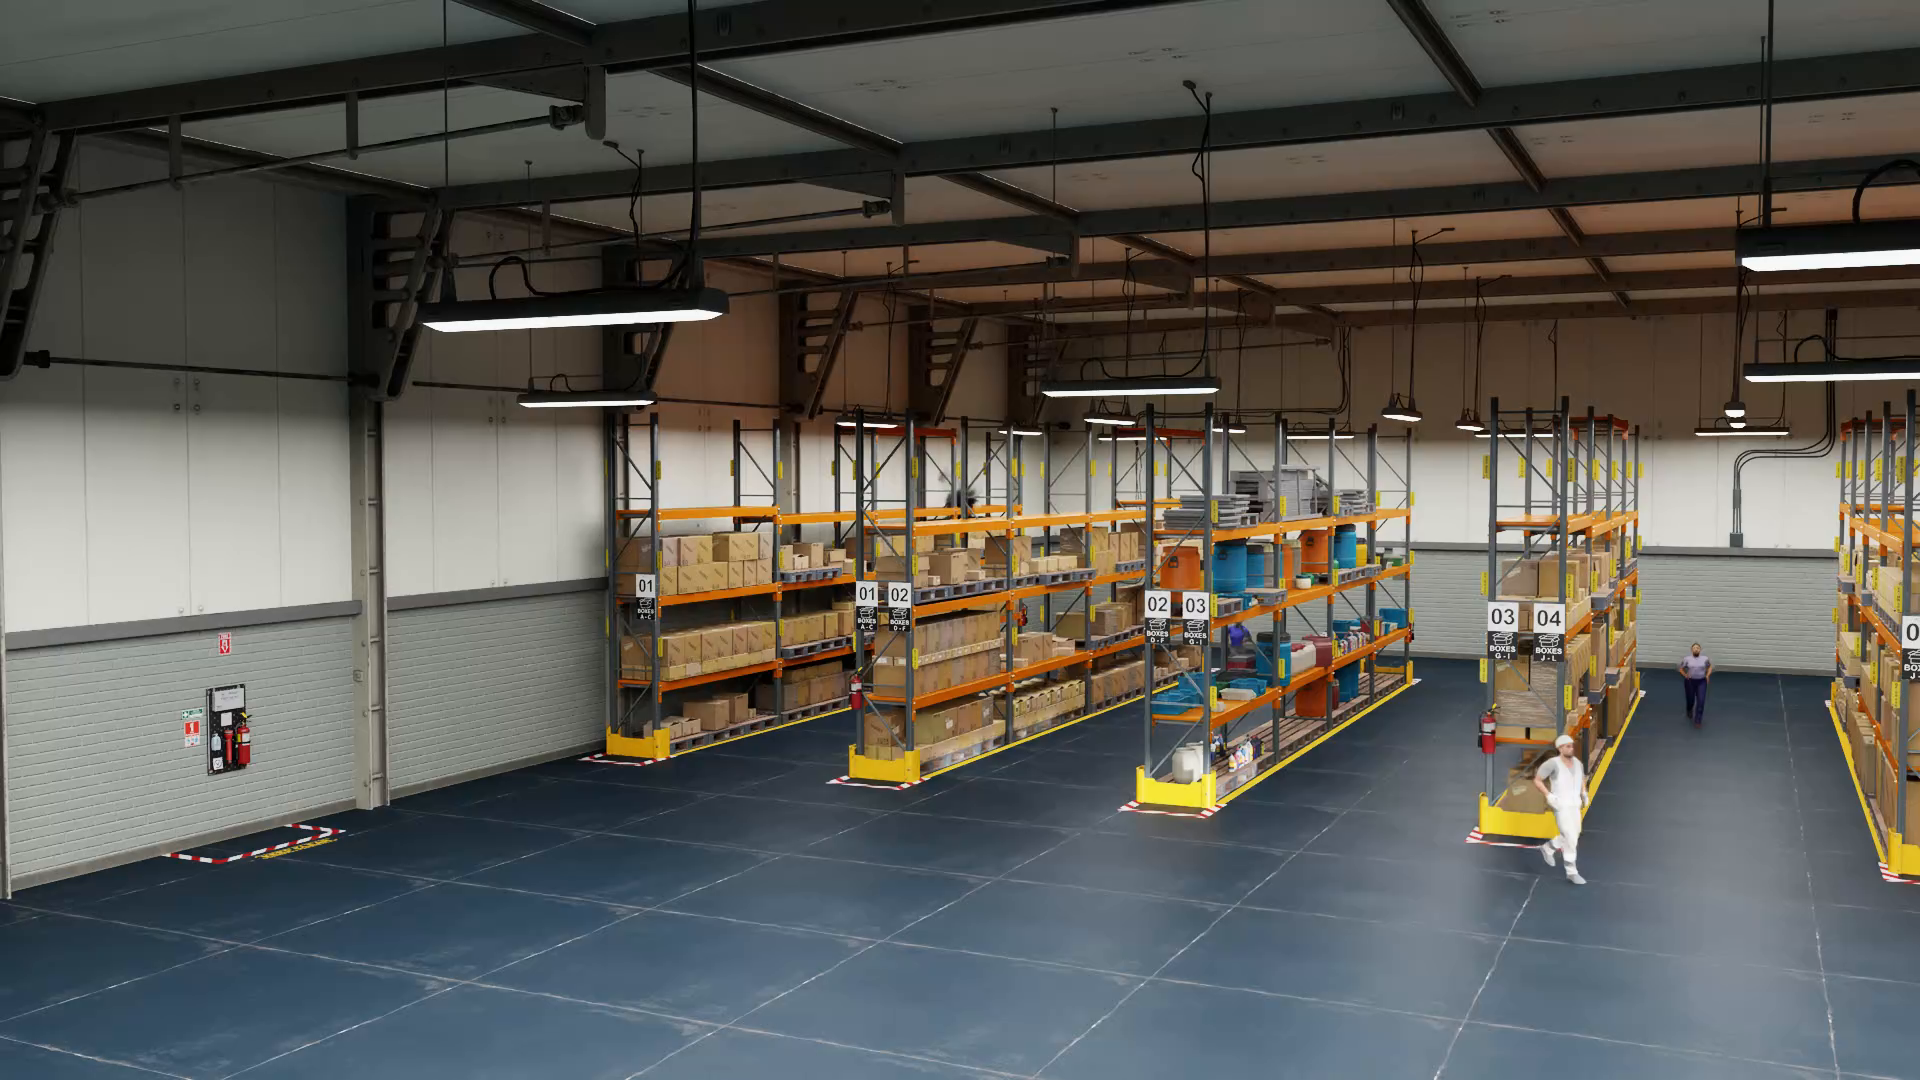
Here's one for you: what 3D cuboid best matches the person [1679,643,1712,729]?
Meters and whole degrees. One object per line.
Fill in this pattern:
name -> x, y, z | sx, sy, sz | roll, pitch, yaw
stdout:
person -> 14.385, 2.835, 32.510 | 0.607, 1.648, 0.841 | 1, 3, 20

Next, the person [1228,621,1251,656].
person -> 6.413, 2.572, 38.347 | 0.616, 1.624, 0.954 | 1, 3, 17

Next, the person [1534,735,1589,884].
person -> 7.370, 3.259, 20.377 | 0.675, 1.768, 0.822 | -1, 3, -22
